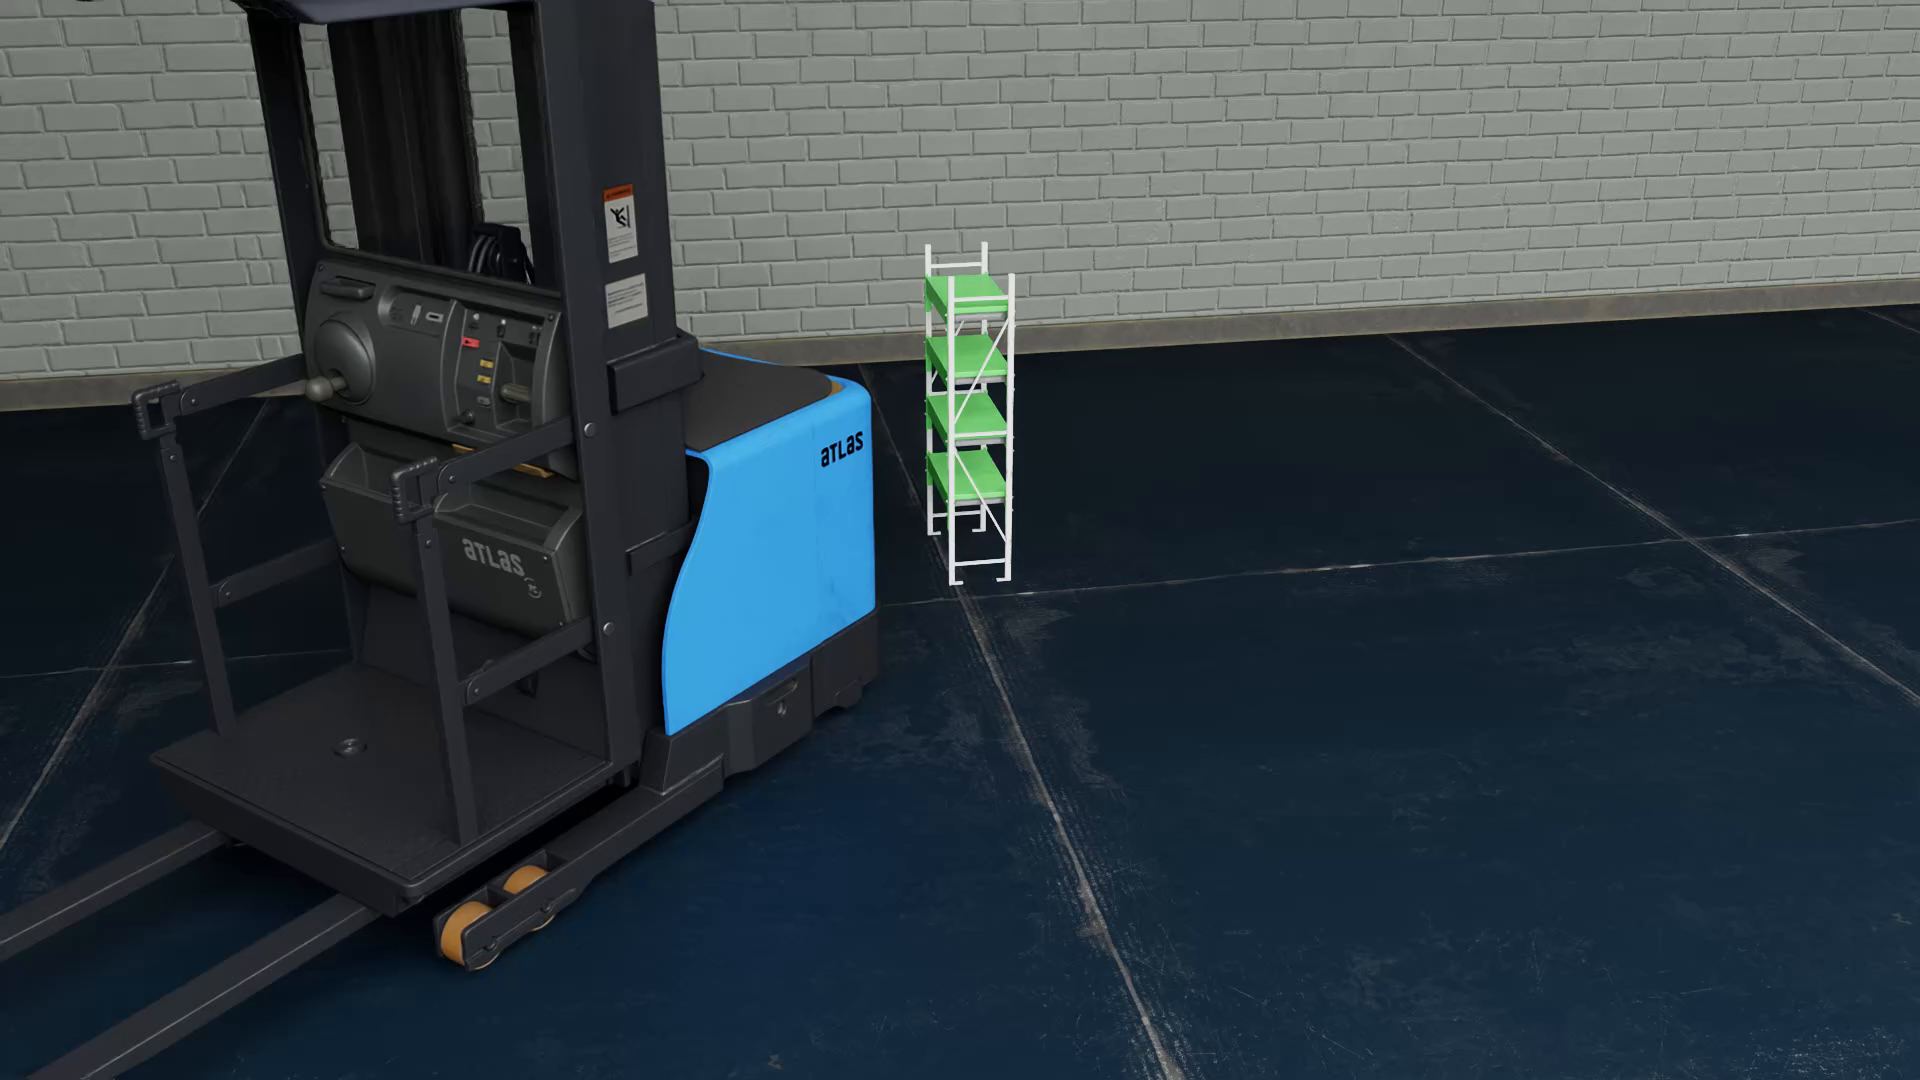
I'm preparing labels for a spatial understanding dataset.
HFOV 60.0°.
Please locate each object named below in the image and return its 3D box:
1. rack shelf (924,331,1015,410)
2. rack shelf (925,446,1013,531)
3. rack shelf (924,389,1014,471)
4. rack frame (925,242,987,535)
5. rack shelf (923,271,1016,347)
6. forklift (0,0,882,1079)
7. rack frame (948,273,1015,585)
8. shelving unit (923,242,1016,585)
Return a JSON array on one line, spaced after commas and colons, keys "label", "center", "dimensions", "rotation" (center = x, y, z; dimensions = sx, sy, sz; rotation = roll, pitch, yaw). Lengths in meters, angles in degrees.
[{"label": "rack shelf", "center": [0.031, -0.646, 6.290], "dimensions": [0.258, 0.148, 0.480], "rotation": [-4, 24, -10]}, {"label": "rack shelf", "center": [0.031, -0.206, 6.482], "dimensions": [0.258, 0.148, 0.480], "rotation": [-4, 24, -10]}, {"label": "rack shelf", "center": [0.031, -0.426, 6.386], "dimensions": [0.258, 0.148, 0.480], "rotation": [-4, 24, -10]}, {"label": "rack frame", "center": [-0.015, -0.581, 6.581], "dimensions": [0.240, 1.200, 0.015], "rotation": [-4, 24, -10]}, {"label": "rack shelf", "center": [0.031, -0.866, 6.194], "dimensions": [0.258, 0.148, 0.480], "rotation": [-4, 24, -10]}, {"label": "forklift", "center": [-1.497, -0.465, 4.153], "dimensions": [1.130, 2.935, 3.031], "rotation": [15, 28, 30]}, {"label": "rack frame", "center": [0.076, -0.389, 6.141], "dimensions": [0.240, 1.200, 0.015], "rotation": [-4, 24, -10]}, {"label": "shelving unit", "center": [0.031, -0.485, 6.361], "dimensions": [0.258, 1.200, 0.503], "rotation": [-4, 24, -10]}]
